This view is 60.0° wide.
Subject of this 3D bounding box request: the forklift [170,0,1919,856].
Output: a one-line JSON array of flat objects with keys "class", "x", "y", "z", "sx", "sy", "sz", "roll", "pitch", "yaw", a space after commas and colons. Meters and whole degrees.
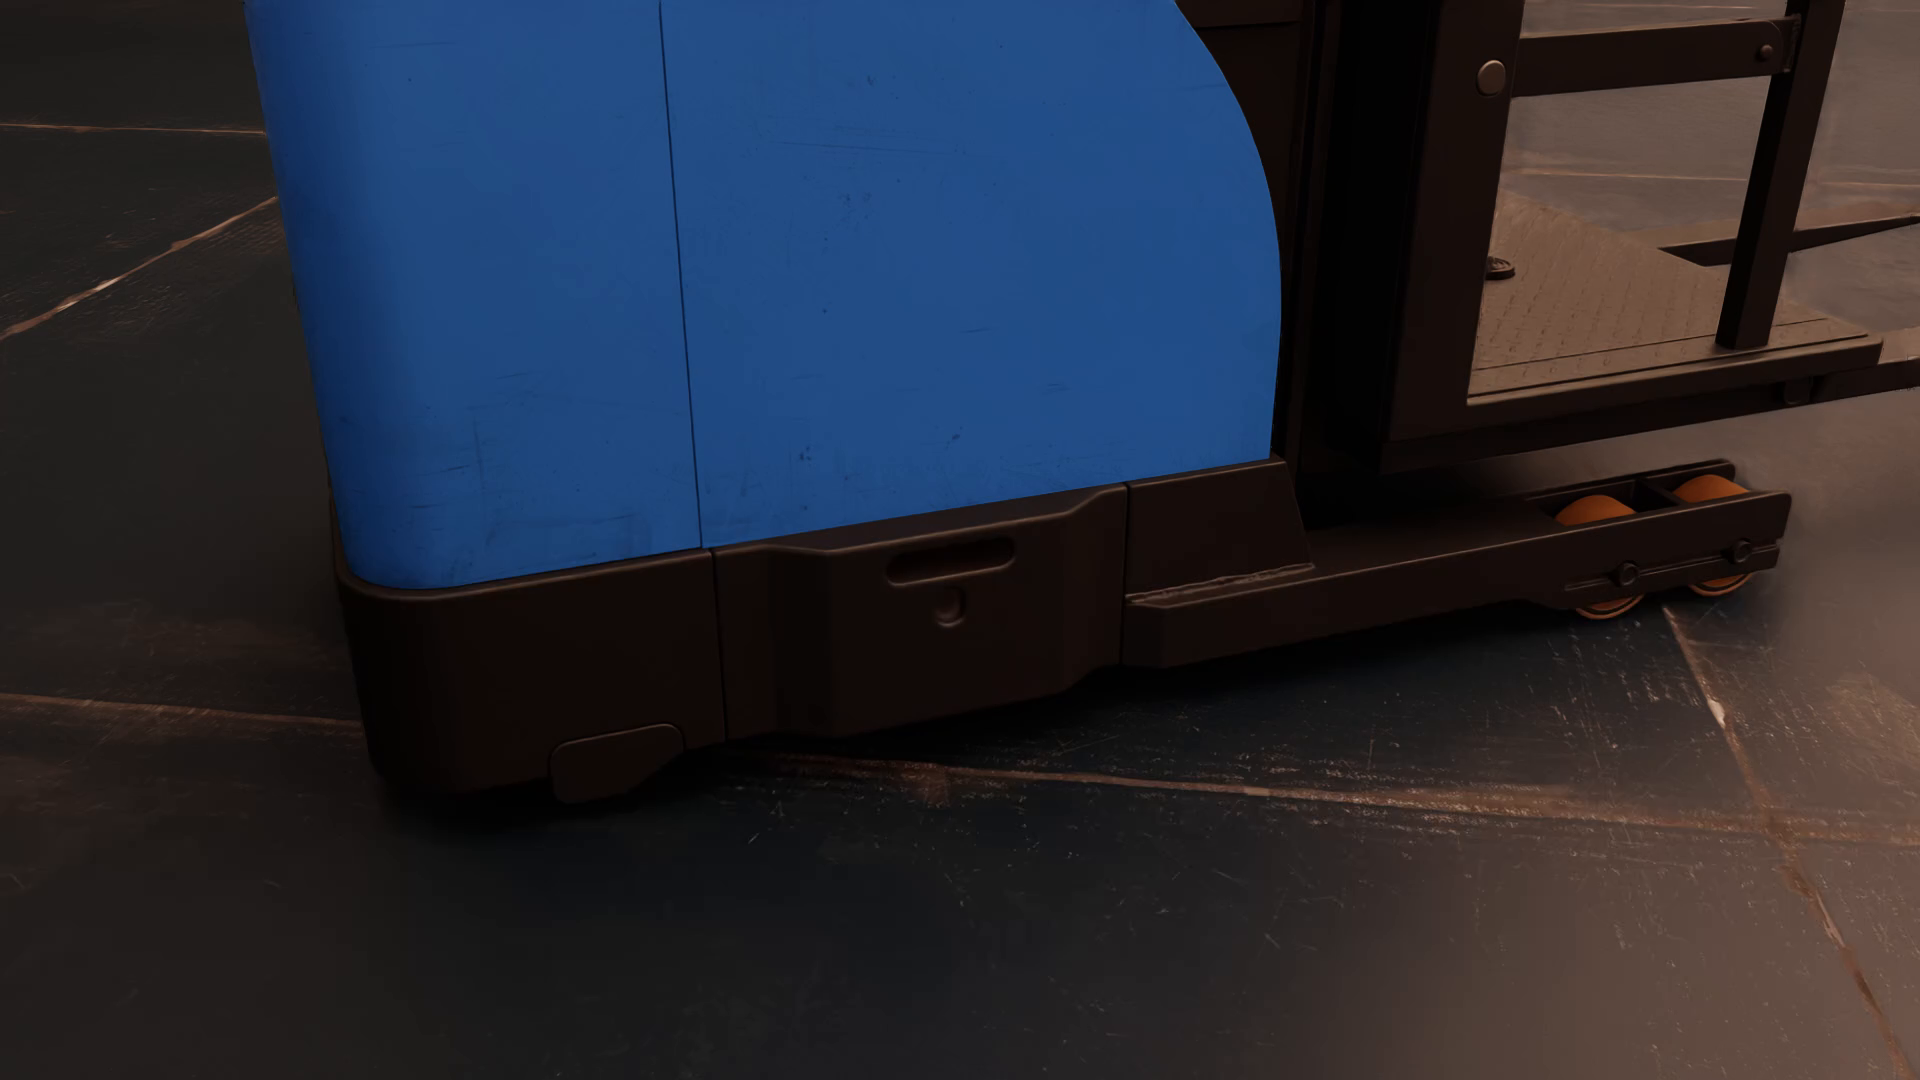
[{"class": "forklift", "x": 0.526, "y": -1.451, "z": 2.124, "sx": 3.031, "sy": 2.935, "sz": 1.130, "roll": -15, "pitch": 30, "yaw": -27}]
